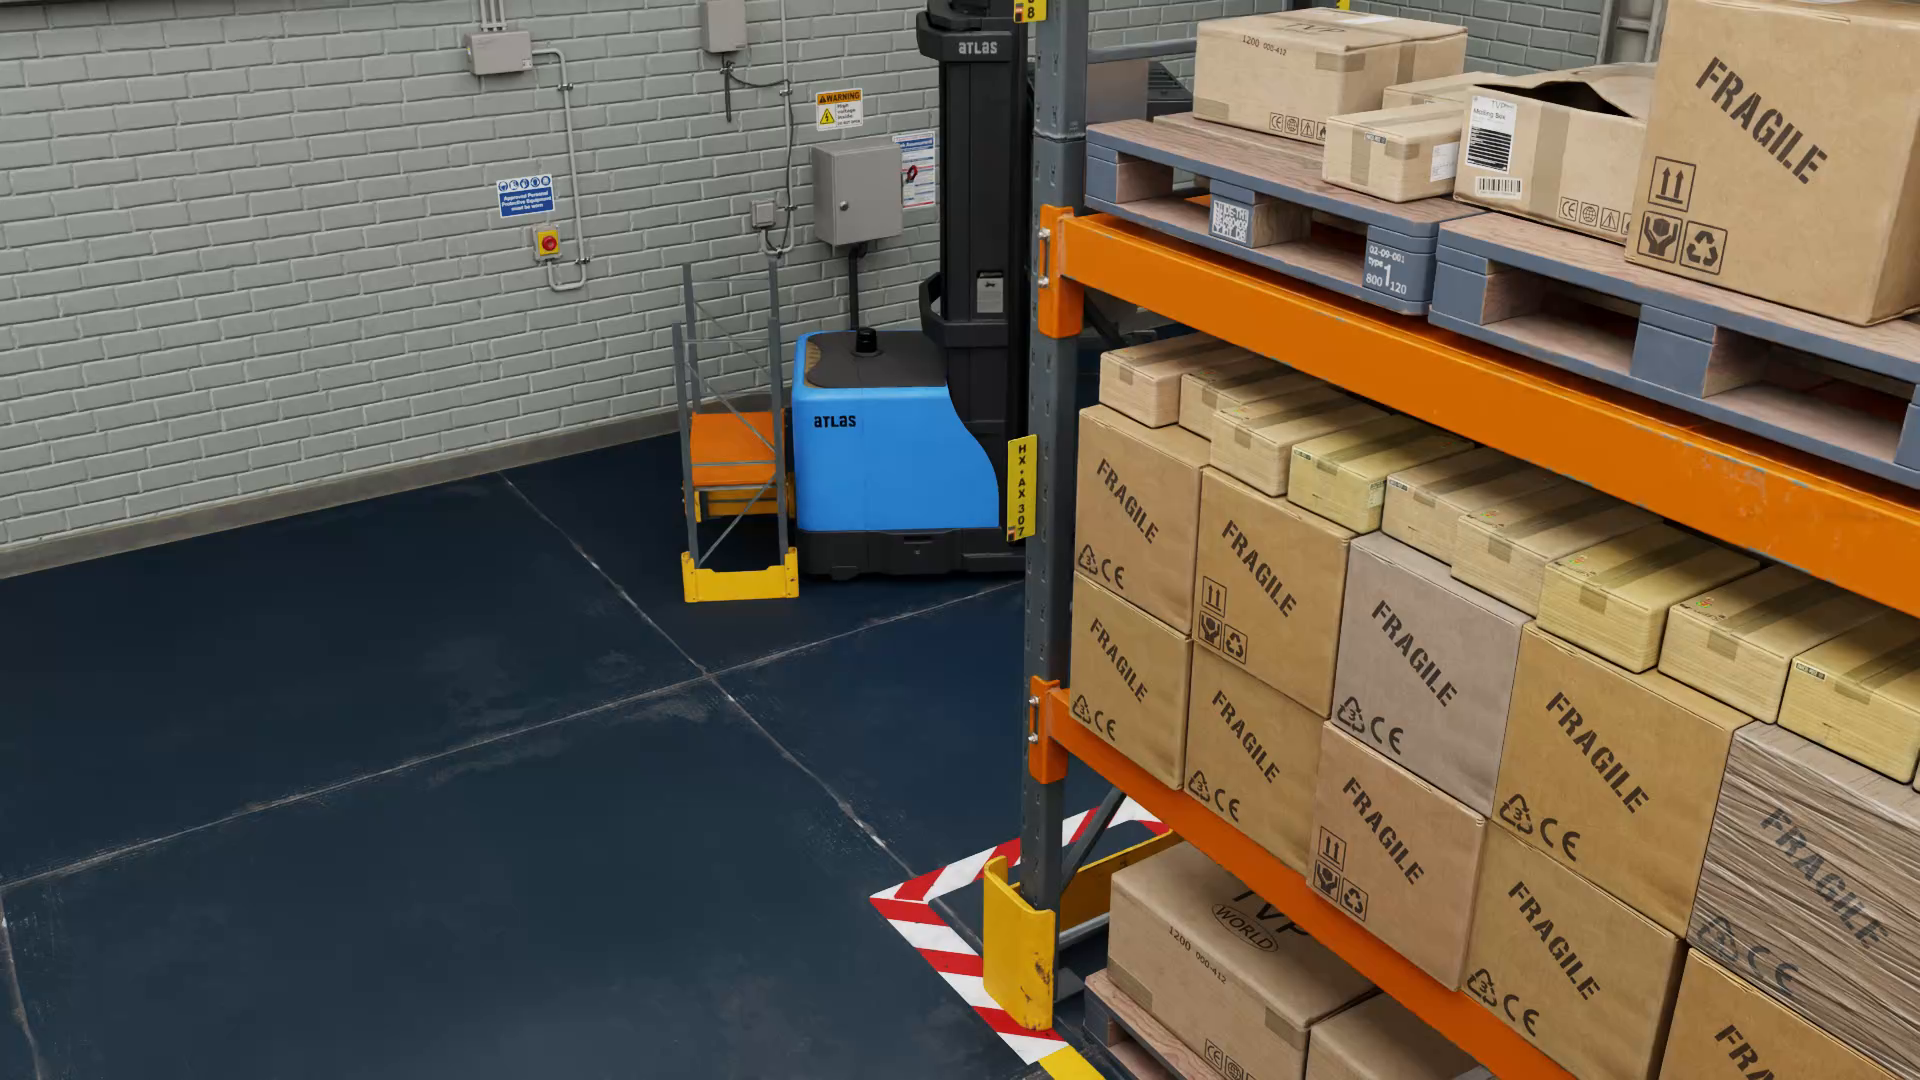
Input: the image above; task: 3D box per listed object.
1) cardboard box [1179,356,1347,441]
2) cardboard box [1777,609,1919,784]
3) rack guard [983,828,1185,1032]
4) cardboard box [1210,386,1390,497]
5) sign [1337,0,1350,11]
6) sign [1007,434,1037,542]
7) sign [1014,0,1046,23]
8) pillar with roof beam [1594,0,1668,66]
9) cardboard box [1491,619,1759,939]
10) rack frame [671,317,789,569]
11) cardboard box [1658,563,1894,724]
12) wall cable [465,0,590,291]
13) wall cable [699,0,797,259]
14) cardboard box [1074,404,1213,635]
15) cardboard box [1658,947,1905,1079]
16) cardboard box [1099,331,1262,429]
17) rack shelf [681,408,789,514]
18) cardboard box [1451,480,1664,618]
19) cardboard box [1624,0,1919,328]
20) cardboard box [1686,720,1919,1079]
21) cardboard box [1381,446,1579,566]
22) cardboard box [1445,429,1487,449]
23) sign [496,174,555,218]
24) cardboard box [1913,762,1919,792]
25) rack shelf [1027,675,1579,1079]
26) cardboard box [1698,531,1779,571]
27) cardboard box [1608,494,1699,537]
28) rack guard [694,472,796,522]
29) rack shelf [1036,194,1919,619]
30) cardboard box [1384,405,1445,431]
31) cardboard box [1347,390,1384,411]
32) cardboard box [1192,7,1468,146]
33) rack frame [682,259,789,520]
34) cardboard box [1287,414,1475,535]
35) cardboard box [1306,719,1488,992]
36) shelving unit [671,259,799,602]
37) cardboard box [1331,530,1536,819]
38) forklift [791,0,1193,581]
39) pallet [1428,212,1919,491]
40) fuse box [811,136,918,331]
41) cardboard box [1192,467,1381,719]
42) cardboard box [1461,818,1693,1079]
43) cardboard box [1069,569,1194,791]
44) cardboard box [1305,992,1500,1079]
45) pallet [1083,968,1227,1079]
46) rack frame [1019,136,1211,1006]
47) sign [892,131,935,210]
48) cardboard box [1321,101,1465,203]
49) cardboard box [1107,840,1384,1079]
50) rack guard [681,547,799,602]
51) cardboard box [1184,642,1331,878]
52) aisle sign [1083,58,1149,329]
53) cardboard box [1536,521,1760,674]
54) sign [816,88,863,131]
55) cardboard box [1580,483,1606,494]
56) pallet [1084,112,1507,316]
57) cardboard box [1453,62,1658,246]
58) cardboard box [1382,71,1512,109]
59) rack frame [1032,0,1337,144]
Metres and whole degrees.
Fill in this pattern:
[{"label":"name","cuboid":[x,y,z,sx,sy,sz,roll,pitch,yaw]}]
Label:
[{"label":"cardboard box","cuboid":[0.817,-0.375,4.482,0.380,0.149,0.250,-15,29,-28]},{"label":"cardboard box","cuboid":[1.757,0.279,3.097,0.380,0.149,0.250,-16,30,-31]},{"label":"rack guard","cuboid":[0.640,1.269,5.977,1.175,0.500,0.348,-16,29,-30]},{"label":"cardboard box","cuboid":[0.863,-0.255,4.229,0.380,0.149,0.250,-15,29,-28]},{"label":"sign","cuboid":[1.115,-1.695,4.870,0.100,0.325,0.005,-16,29,-30]},{"label":"sign","cuboid":[0.185,-0.153,4.954,0.100,0.325,0.005,-16,29,-30]},{"label":"sign","cuboid":[0.185,-1.513,4.312,0.100,0.325,0.005,-16,29,-30]},{"label":"pillar with roof beam","cuboid":[0.486,-3.895,6.960,9.100,9.000,0.400,-16,29,-30]},{"label":"cardboard box","cuboid":[1.525,0.431,3.534,0.500,0.500,0.500,-15,29,-29]},{"label":"rack frame","cuboid":[-1.130,-0.378,8.293,0.500,1.500,0.032,-3,25,-5]},{"label":"cardboard box","cuboid":[1.610,0.195,3.276,0.380,0.149,0.250,-16,29,-30]},{"label":"wall cable","cuboid":[-2.445,-2.338,9.462,0.585,1.953,0.123,-16,29,-30]},{"label":"wall cable","cuboid":[-1.263,-2.658,10.178,0.588,1.984,0.122,-16,29,-30]},{"label":"cardboard box","cuboid":[0.676,-0.112,4.686,0.500,0.500,0.500,-16,30,-31]},{"label":"cardboard box","cuboid":[1.797,1.067,3.359,0.500,0.500,0.500,-16,30,-30]},{"label":"cardboard box","cuboid":[0.615,-0.452,4.646,0.380,0.149,0.250,-15,29,-29]},{"label":"rack shelf","cuboid":[-1.180,-0.432,8.828,0.538,0.185,1.000,-3,25,-5]},{"label":"cardboard box","cuboid":[1.310,0.015,3.656,0.380,0.149,0.250,-15,29,-29]},{"label":"cardboard box","cuboid":[1.628,-0.734,3.051,0.500,0.500,0.500,-15,29,-29]},{"label":"cardboard box","cuboid":[1.792,0.613,3.150,0.500,0.500,0.500,-15,29,-29]},{"label":"cardboard box","cuboid":[1.210,-0.084,3.865,0.380,0.149,0.250,-15,29,-29]},{"label":"cardboard box","cuboid":[1.490,-0.304,4.333,0.380,0.149,0.250,-15,29,-28]},{"label":"sign","cuboid":[-2.519,-1.997,9.650,0.327,0.218,0.001,-16,29,-30]},{"label":"cardboard box","cuboid":[1.901,0.372,2.899,0.380,0.149,0.250,-16,30,-30]},{"label":"rack shelf","cuboid":[1.745,1.188,4.063,1.077,0.370,4.000,-16,29,-30]},{"label":"cardboard box","cuboid":[1.887,-0.020,3.731,0.380,0.149,0.250,-14,29,-28]},{"label":"cardboard box","cuboid":[1.759,-0.118,3.939,0.380,0.149,0.250,-15,29,-28]},{"label":"rack guard","cuboid":[-1.230,-0.244,9.474,0.587,0.250,0.087,-3,25,-5]},{"label":"rack shelf","cuboid":[1.745,-0.169,3.423,1.077,0.370,4.000,-16,29,-30]},{"label":"cardboard box","cuboid":[1.387,-0.404,4.544,0.380,0.149,0.250,-16,30,-30]},{"label":"cardboard box","cuboid":[1.175,-0.477,4.698,0.380,0.149,0.250,-15,29,-29]},{"label":"cardboard box","cuboid":[0.974,-1.237,4.409,0.500,0.250,0.500,-19,31,-34]},{"label":"rack frame","cuboid":[-1.231,-0.810,9.208,0.500,1.500,0.032,-3,25,-5]},{"label":"cardboard box","cuboid":[1.022,-0.165,4.038,0.380,0.149,0.250,-17,30,-31]},{"label":"cardboard box","cuboid":[1.236,0.701,4.134,0.500,0.500,0.500,-16,29,-30]},{"label":"shelving unit","cuboid":[-1.181,-0.598,8.759,0.587,1.500,1.083,-3,25,-5]},{"label":"cardboard box","cuboid":[1.252,0.253,3.912,0.500,0.500,0.500,-16,30,-30]},{"label":"forklift","cuboid":[0.623,-1.342,8.659,3.031,2.935,1.130,-2,25,-3]},{"label":"pallet","cuboid":[1.737,-0.470,3.321,1.003,0.211,1.213,-16,29,-30]},{"label":"fuse box","cuboid":[-0.605,-1.719,10.887,0.539,1.711,0.414,-16,29,-30]},{"label":"cardboard box","cuboid":[0.964,0.071,4.298,0.500,0.500,0.500,-16,30,-31]},{"label":"cardboard box","cuboid":[1.524,0.876,3.763,0.500,0.500,0.500,-14,29,-28]},{"label":"cardboard box","cuboid":[0.674,0.340,4.898,0.500,0.500,0.500,-16,30,-30]},{"label":"cardboard box","cuboid":[1.603,1.654,4.742,0.875,0.438,0.875,-15,29,-28]},{"label":"pallet","cuboid":[1.155,1.676,5.453,1.003,0.211,1.213,-16,29,-30]},{"label":"rack frame","cuboid":[0.653,0.147,5.425,1.000,3.000,0.127,-16,29,-30]},{"label":"sign","cuboid":[-0.305,-2.448,11.033,0.329,0.494,0.001,-16,29,-30]},{"label":"cardboard box","cuboid":[1.054,-0.888,3.789,0.380,0.149,0.250,-14,29,-28]},{"label":"cardboard box","cuboid":[1.097,1.329,5.431,0.875,0.438,0.875,-17,30,-31]},{"label":"rack guard","cuboid":[-1.131,0.179,8.578,0.587,0.250,0.087,-3,25,-5]},{"label":"cardboard box","cuboid":[0.974,0.515,4.529,0.500,0.500,0.500,-16,30,-30]},{"label":"aisle sign","cuboid":[0.371,-0.987,4.781,0.394,0.787,0.004,-16,29,-30]},{"label":"cardboard box","cuboid":[1.426,0.112,3.450,0.380,0.149,0.250,-16,30,-31]},{"label":"sign","cuboid":[-0.765,-2.736,10.565,0.339,0.242,0.001,-16,29,-30]},{"label":"cardboard box","cuboid":[1.573,-0.194,4.100,0.380,0.149,0.250,-16,30,-30]},{"label":"pallet","cuboid":[1.067,-0.906,4.246,1.003,0.211,1.213,-16,29,-30]},{"label":"cardboard box","cuboid":[1.428,-0.857,3.534,0.500,0.311,0.500,-15,29,-29]},{"label":"cardboard box","cuboid":[1.270,-1.060,4.152,0.380,0.149,0.250,-18,31,-33]},{"label":"rack frame","cuboid":[0.653,-2.566,4.144,1.000,3.000,0.127,-16,29,-30]}]
